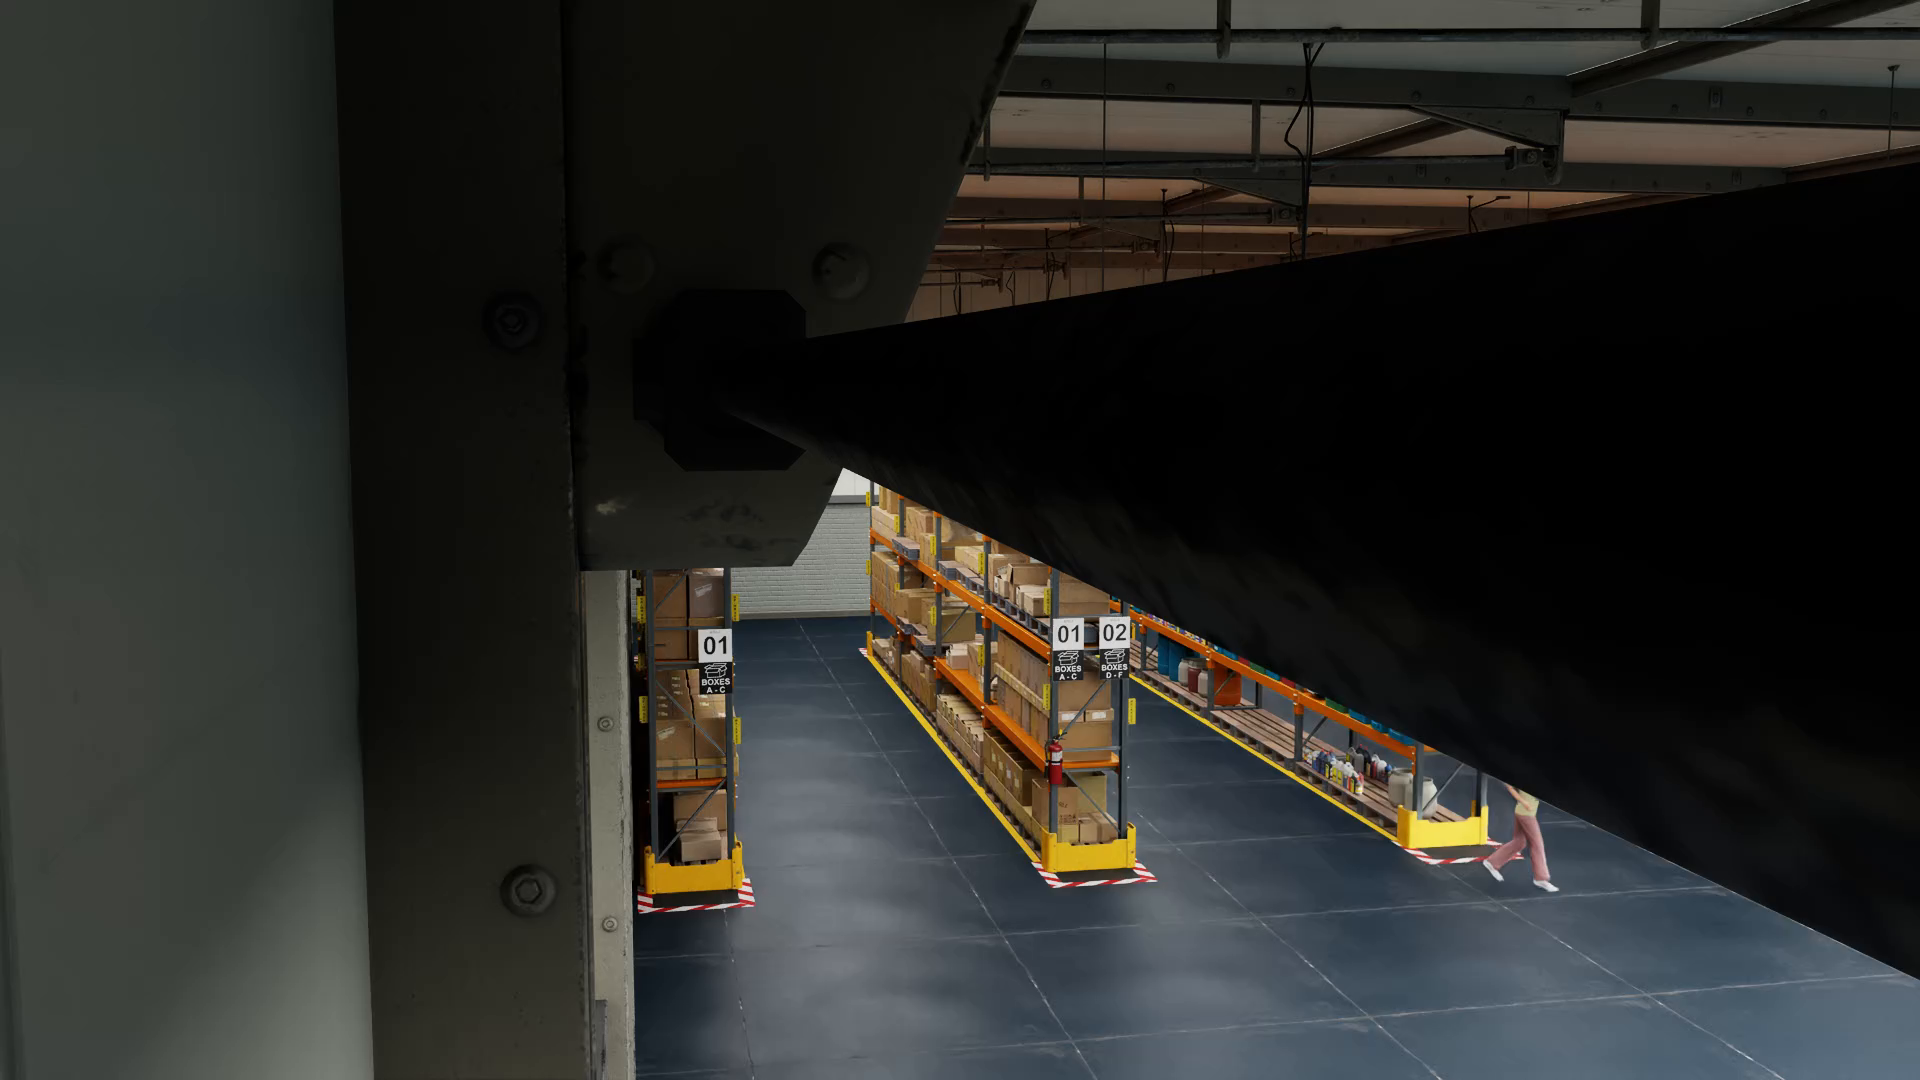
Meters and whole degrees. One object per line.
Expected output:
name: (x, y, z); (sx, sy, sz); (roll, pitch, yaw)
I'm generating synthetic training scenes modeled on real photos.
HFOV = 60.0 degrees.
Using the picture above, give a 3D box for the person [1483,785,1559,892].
person: (6.906, 3.389, 20.382); (0.899, 1.681, 0.592); (2, 6, 23)
